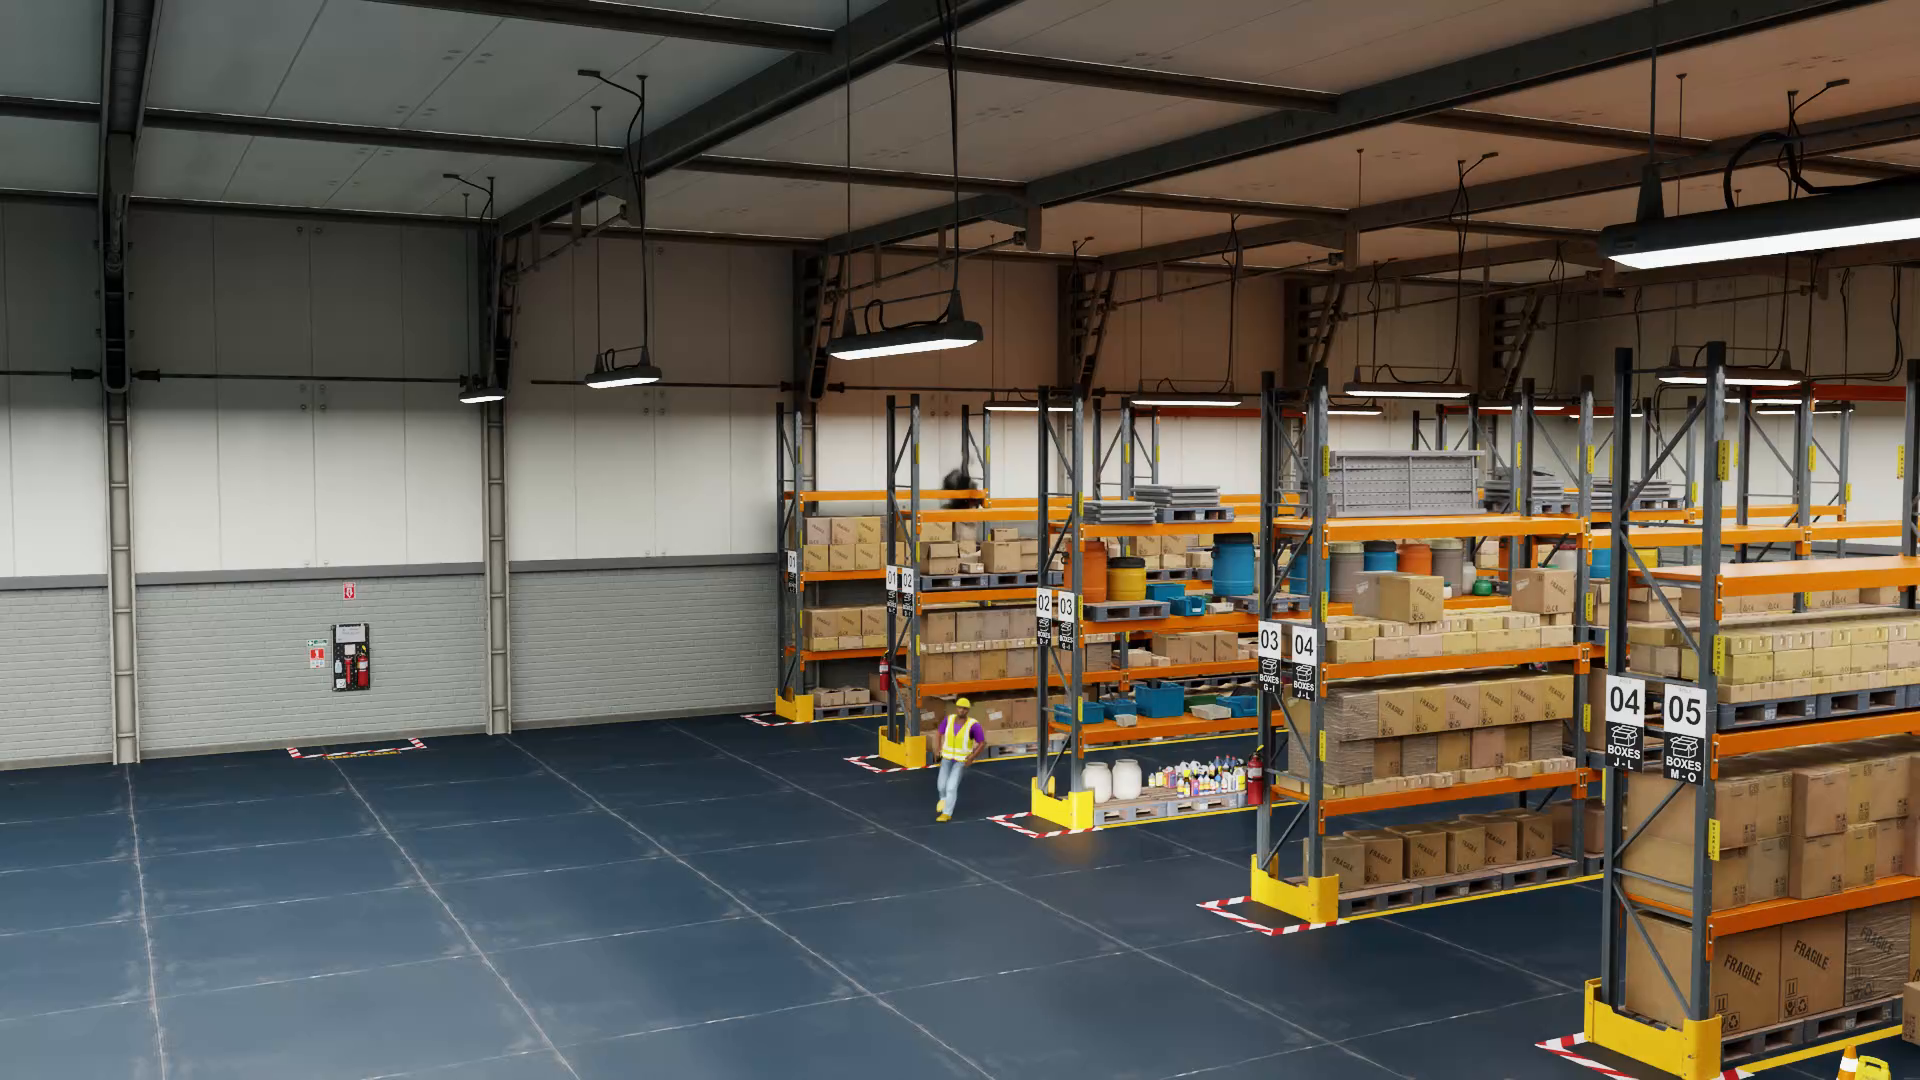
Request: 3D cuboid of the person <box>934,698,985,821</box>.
[{"bbox_3d":[-0.017,3.015,22.949,0.744,1.709,0.584,1,3,15],"label":"person"}]
